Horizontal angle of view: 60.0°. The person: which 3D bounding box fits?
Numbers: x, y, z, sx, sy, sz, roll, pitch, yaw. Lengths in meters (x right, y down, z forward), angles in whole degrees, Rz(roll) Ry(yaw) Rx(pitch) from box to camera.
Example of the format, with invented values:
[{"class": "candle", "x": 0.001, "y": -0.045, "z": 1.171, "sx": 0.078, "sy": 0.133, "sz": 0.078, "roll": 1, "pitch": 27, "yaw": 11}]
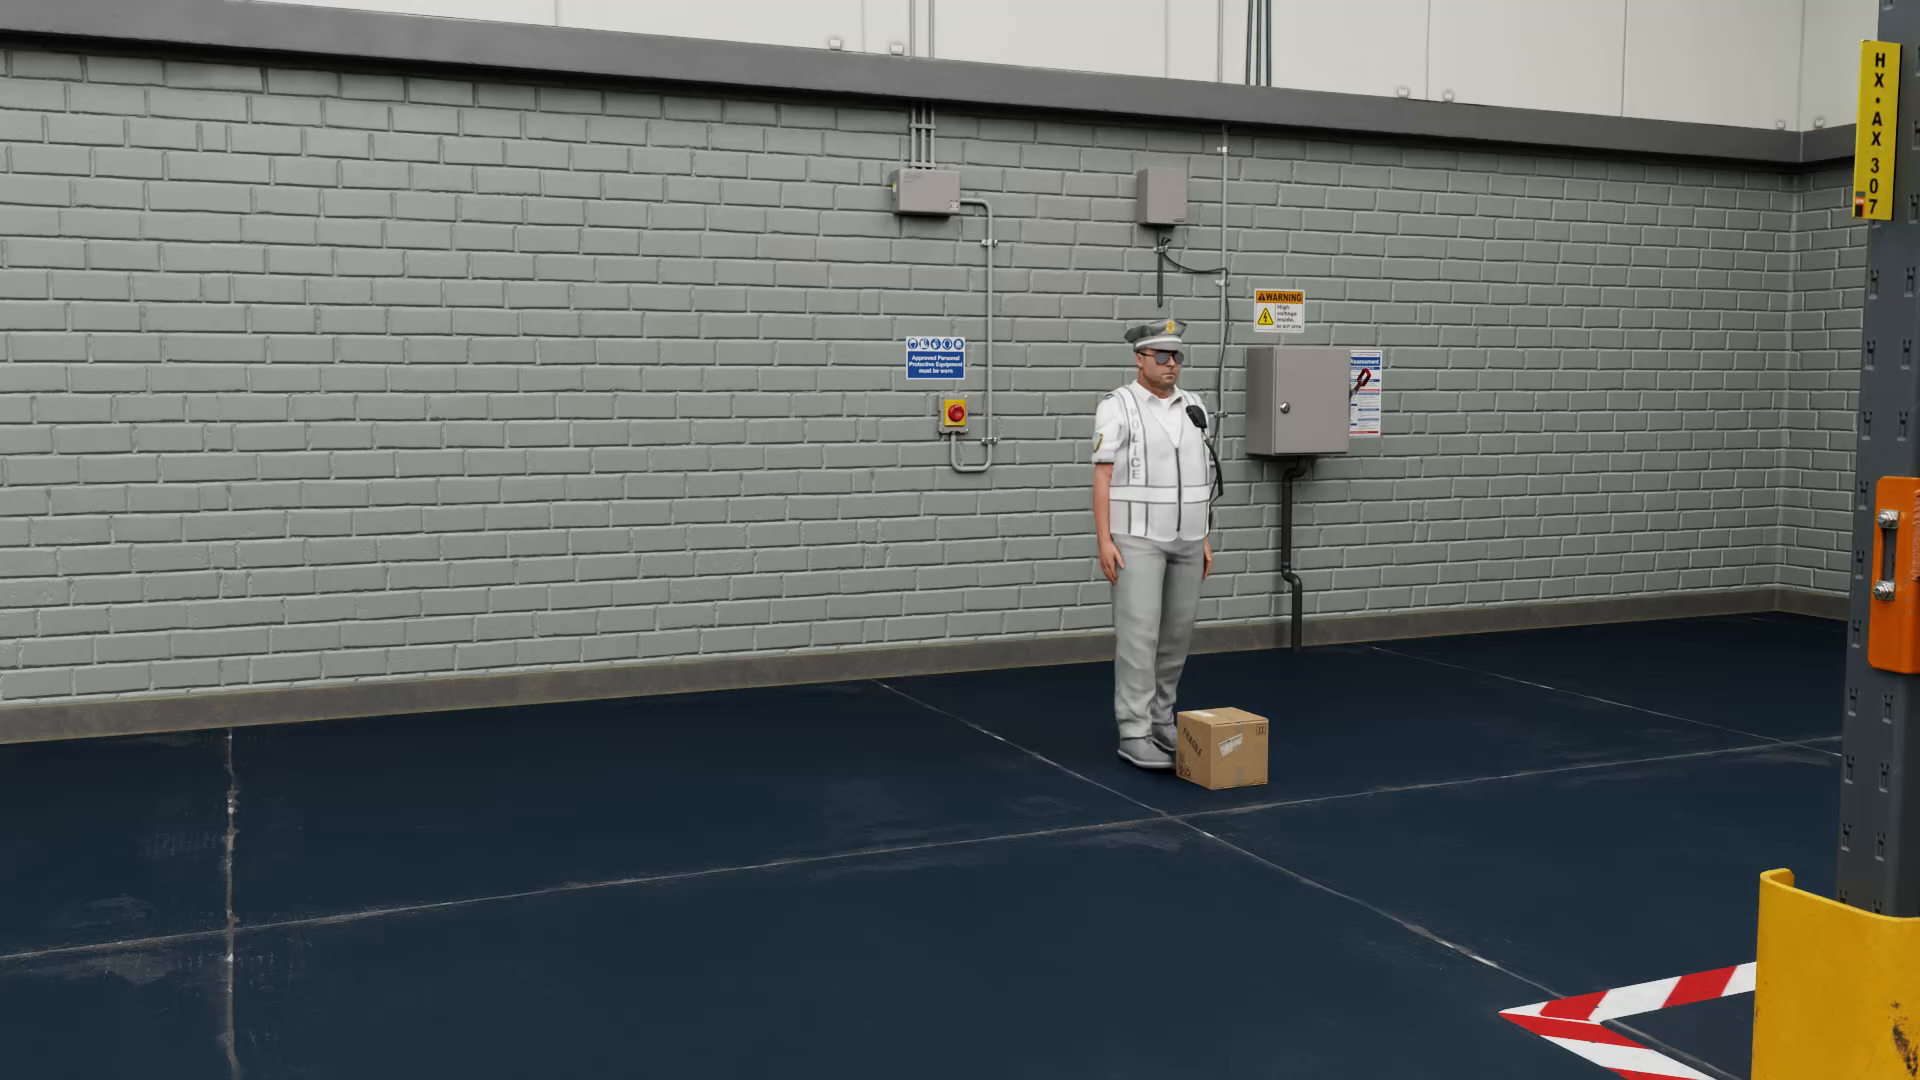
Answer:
[{"class": "person", "x": 0.812, "y": 0.003, "z": 6.665, "sx": 0.540, "sy": 1.770, "sz": 0.560, "roll": -2, "pitch": 6, "yaw": -23}]
